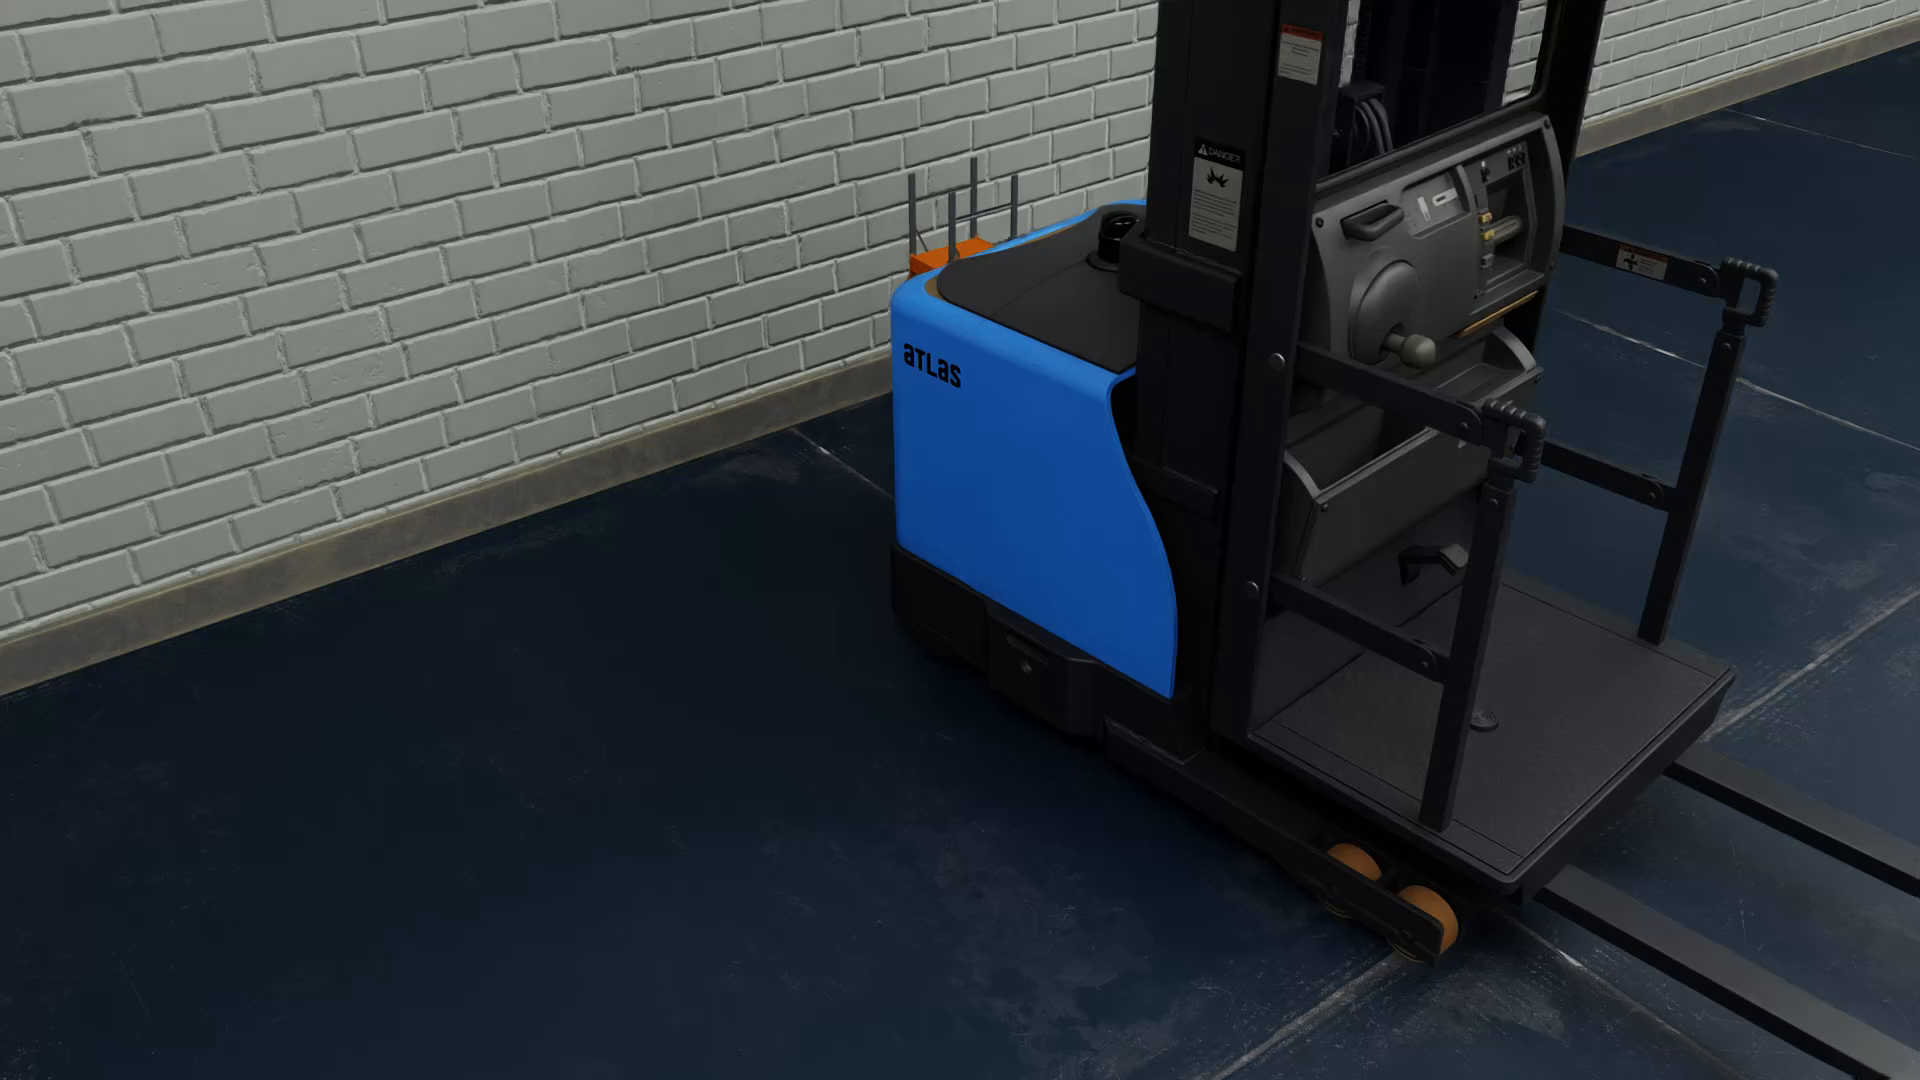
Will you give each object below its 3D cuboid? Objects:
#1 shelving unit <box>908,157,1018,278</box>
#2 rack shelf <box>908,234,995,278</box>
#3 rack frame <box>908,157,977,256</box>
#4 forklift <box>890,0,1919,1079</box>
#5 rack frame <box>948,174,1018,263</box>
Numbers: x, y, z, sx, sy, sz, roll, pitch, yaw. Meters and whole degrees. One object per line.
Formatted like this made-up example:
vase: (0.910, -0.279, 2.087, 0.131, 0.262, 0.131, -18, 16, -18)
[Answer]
shelving unit: (0.009, -0.504, 4.924, 0.258, 1.200, 0.189, -22, 38, -31)
rack shelf: (0.009, -0.772, 4.757, 0.258, 0.103, 0.180, -22, 38, -31)
rack frame: (-0.047, -0.542, 4.985, 0.240, 1.200, 0.006, -22, 38, -31)
forklift: (1.190, -0.609, 3.453, 1.130, 2.935, 3.031, -27, 41, -36)
rack frame: (0.065, -0.466, 4.862, 0.240, 1.200, 0.006, -22, 38, -31)
